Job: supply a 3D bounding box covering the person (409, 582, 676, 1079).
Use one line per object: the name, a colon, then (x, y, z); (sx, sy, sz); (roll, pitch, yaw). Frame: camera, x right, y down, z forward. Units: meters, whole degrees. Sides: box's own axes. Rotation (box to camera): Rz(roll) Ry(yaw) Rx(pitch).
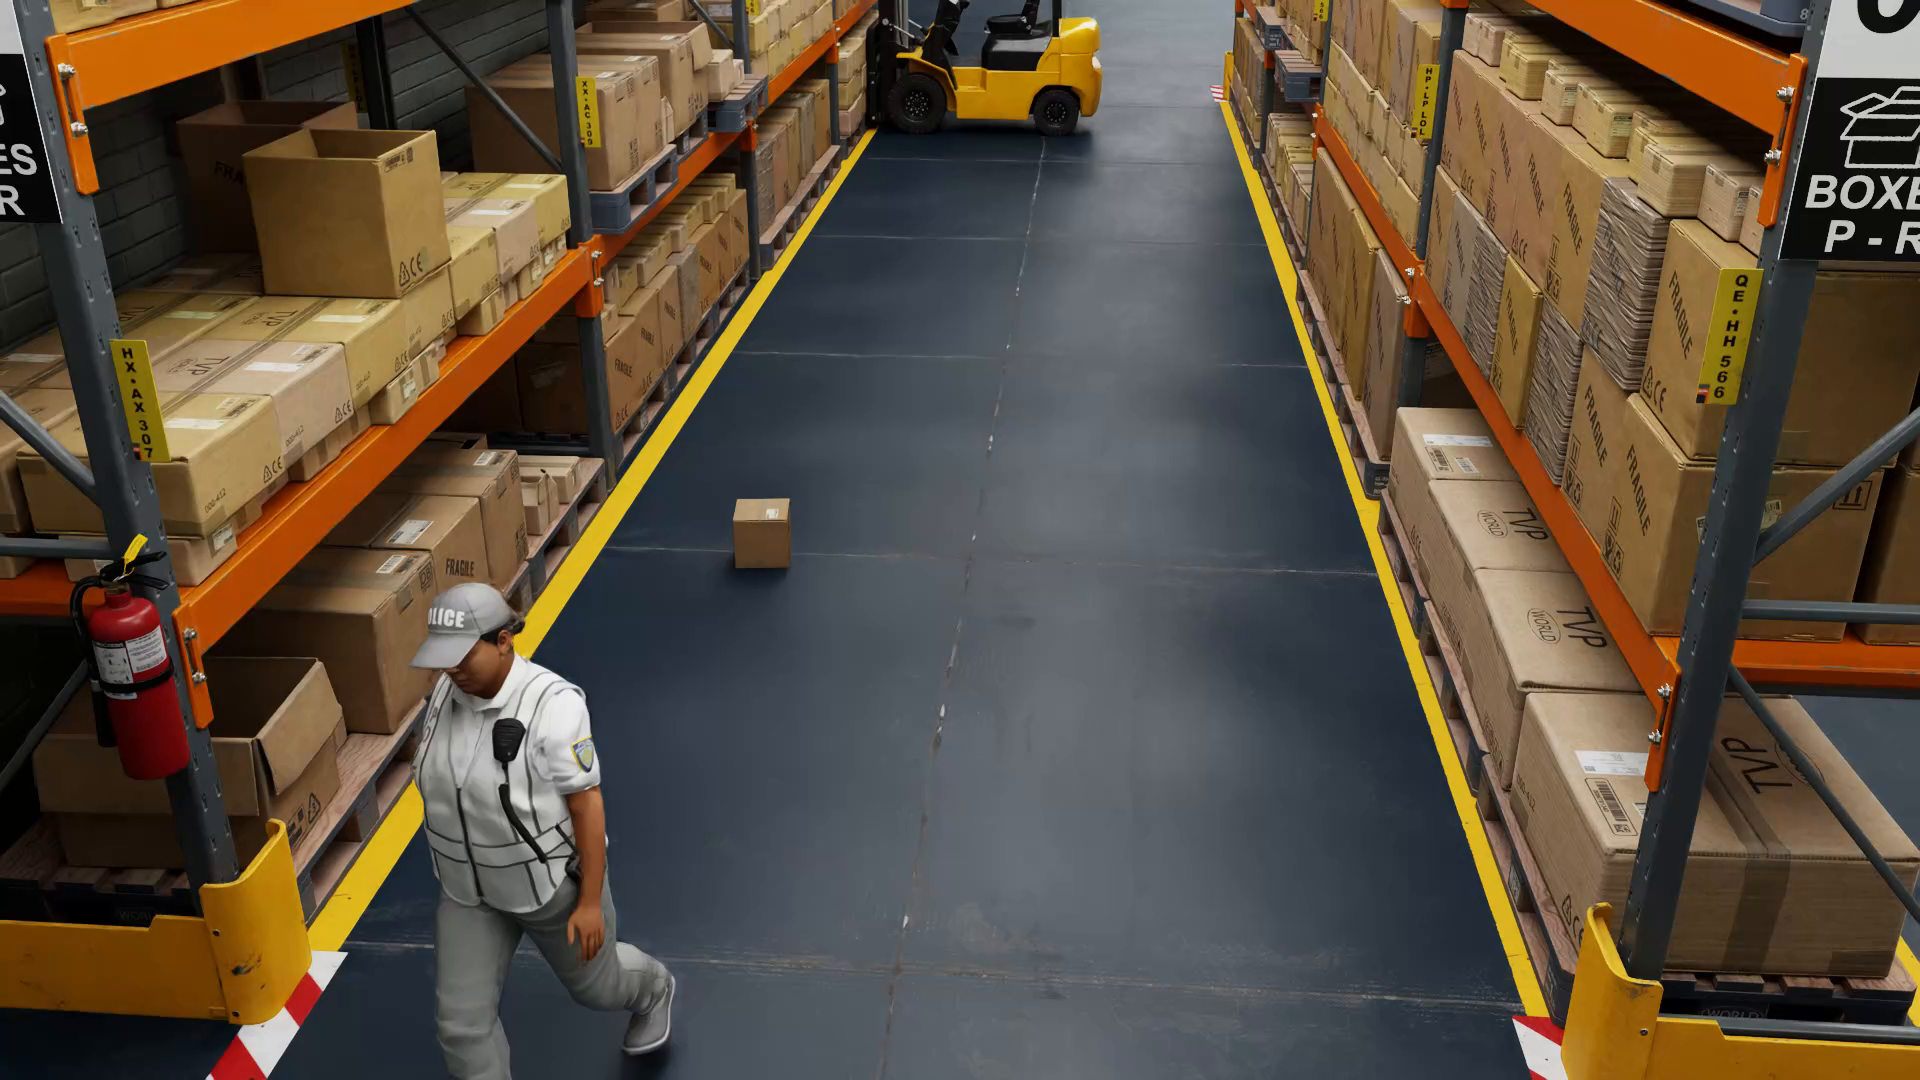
person: (-1.112, 0.852, 4.263); (0.512, 1.615, 0.939); (8, 26, 16)
